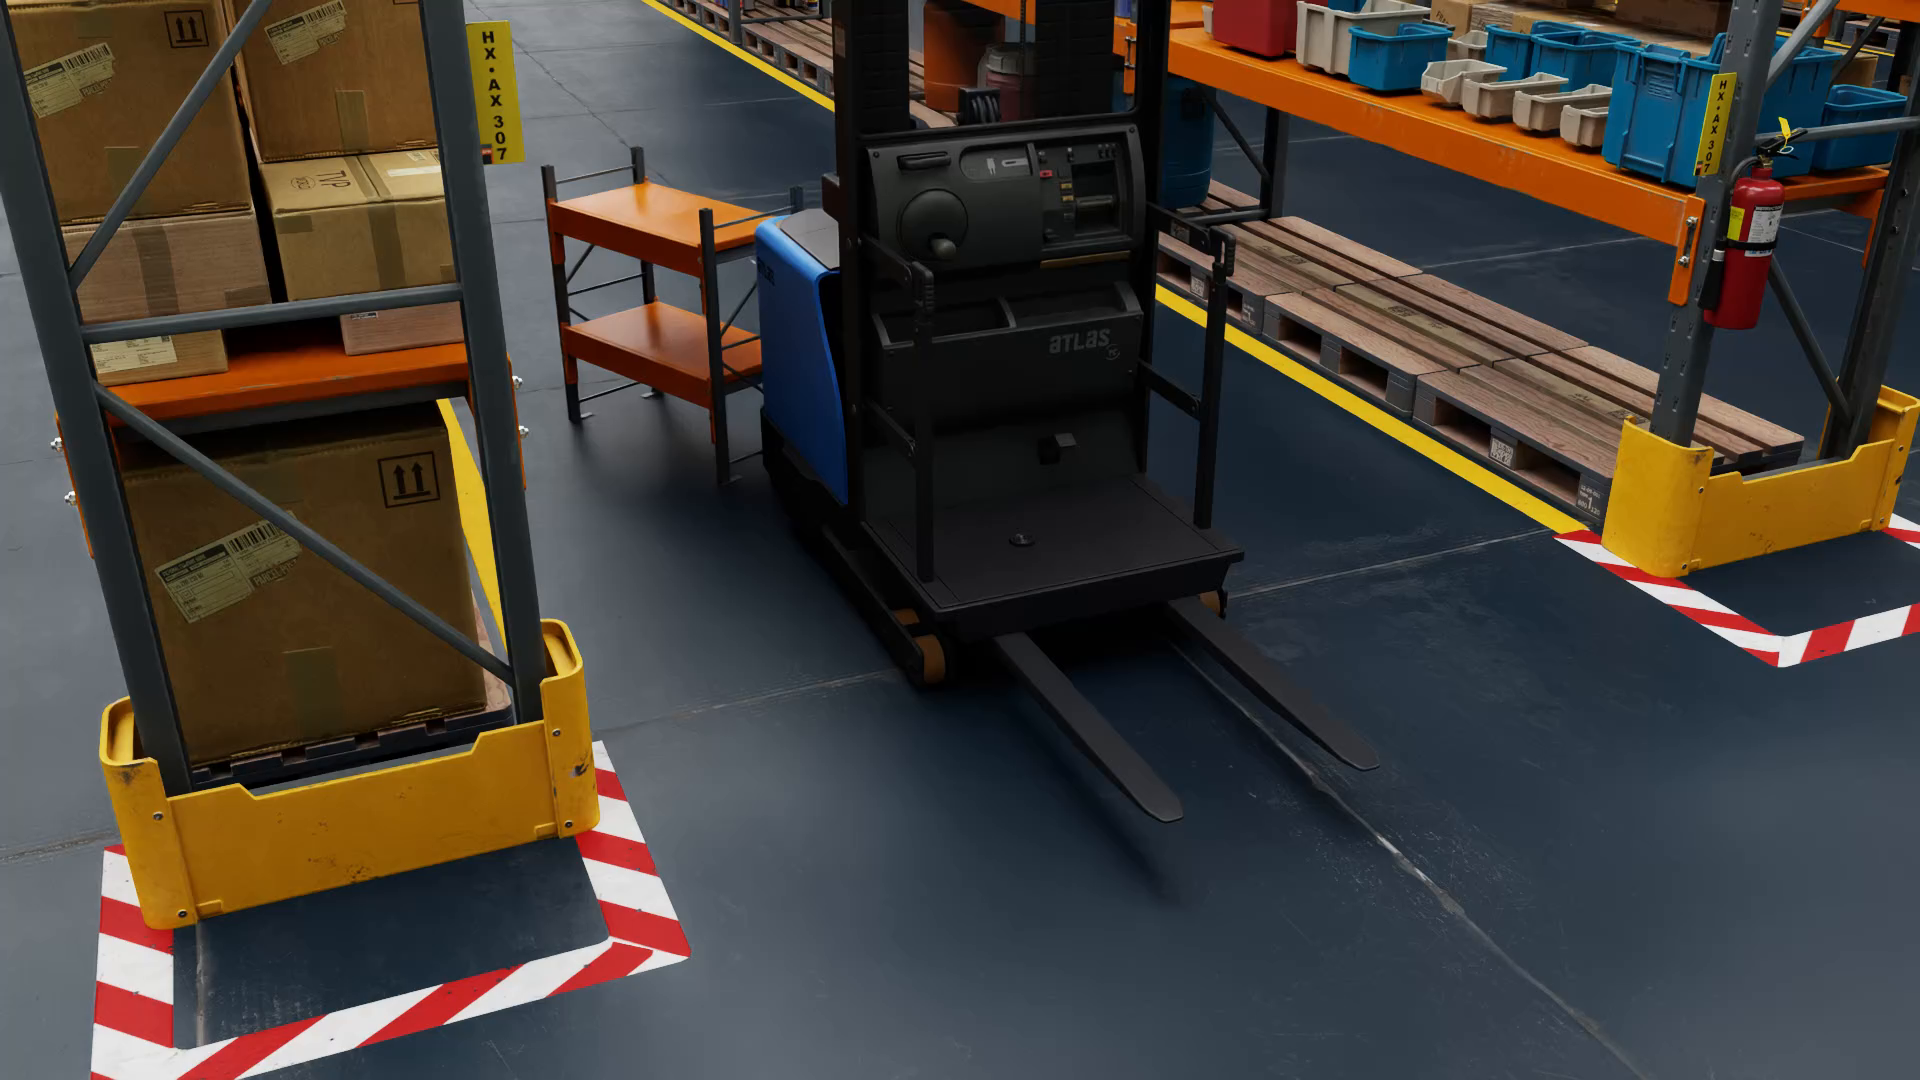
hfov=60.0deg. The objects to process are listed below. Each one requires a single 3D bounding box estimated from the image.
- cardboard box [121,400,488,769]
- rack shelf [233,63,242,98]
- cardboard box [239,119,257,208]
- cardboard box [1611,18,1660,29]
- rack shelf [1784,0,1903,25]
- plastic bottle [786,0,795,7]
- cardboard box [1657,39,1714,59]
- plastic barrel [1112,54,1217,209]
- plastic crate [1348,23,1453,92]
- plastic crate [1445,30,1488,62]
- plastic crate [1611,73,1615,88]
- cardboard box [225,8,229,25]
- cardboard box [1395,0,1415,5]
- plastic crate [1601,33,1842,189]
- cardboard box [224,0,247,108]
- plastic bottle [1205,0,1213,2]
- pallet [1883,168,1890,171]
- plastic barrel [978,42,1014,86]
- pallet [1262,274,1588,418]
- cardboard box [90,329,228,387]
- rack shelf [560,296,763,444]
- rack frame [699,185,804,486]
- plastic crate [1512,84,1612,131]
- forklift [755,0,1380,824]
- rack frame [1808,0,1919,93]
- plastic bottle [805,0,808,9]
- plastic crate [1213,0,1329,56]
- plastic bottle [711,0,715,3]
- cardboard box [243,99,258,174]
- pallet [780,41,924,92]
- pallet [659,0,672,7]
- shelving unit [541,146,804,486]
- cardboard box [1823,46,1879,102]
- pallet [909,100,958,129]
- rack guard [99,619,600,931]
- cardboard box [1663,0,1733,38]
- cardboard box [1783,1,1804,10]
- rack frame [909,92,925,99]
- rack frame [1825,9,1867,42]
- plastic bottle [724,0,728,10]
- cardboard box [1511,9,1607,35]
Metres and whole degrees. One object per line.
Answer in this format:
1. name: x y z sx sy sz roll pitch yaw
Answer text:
1. cardboard box: -1.924 -0.006 4.786 0.875 0.875 0.875 -11 28 -21
2. rack shelf: -3.950 -2.626 9.030 1.077 0.370 4.000 -11 28 -21
3. cardboard box: -2.432 -1.154 5.026 0.500 0.250 0.500 -12 28 -22
4. cardboard box: 5.379 -3.775 12.910 0.500 0.500 0.500 -12 28 -23
5. rack shelf: 5.167 -4.327 12.513 1.077 0.370 4.000 -11 28 -21
6. plastic bottle: -1.713 -5.511 16.713 0.061 0.283 0.133 -11 28 -21
7. cardboard box: 5.307 -3.268 11.872 0.500 0.500 0.500 -10 28 -20
8. plastic barrel: 1.193 -2.461 9.785 0.600 0.901 0.708 -11 28 -21
9. plastic crate: 1.917 -2.115 7.285 0.416 0.233 0.300 -11 28 -21
10. plastic crate: 2.349 -2.250 7.672 0.293 0.136 0.466 -11 28 -21
11. plastic crate: 2.848 -1.861 6.874 0.250 0.136 0.298 -11 28 -21
12. cardboard box: -2.752 -2.075 6.913 0.500 0.250 0.500 -11 28 -22
13. cardboard box: 3.952 -4.832 14.743 0.500 0.311 0.500 -10 28 -19
14. plastic crate: 2.654 -1.524 5.844 0.616 0.435 0.499 -11 28 -21
15. cardboard box: -1.944 -1.581 5.046 0.500 0.500 0.500 -11 28 -22
16. plastic bottle: 1.487 -3.293 9.723 0.097 0.271 0.097 0 26 0
17. pallet: 6.218 -2.312 10.745 1.003 0.211 1.213 -11 28 -21
18. plastic barrel: 0.335 -3.271 11.888 0.421 0.512 0.421 0 26 0
19. pallet: 2.196 -0.957 7.969 1.003 0.211 1.213 -11 28 -21
20. cardboard box: -2.042 -0.502 4.145 0.380 0.149 0.250 -10 28 -20
21. rack shelf: -1.171 -0.739 7.038 1.000 0.278 0.538 22 34 38
22. rack frame: -0.797 -0.807 6.621 0.032 1.125 0.500 22 34 38
23. plastic crate: 2.371 -1.704 6.554 0.396 0.136 0.243 -11 28 -21
24. forklift: 0.244 -1.062 5.085 1.130 2.935 3.031 -10 28 -20
25. rack frame: 5.950 -3.843 10.701 1.000 3.000 0.127 -11 28 -21
26. plastic bottle: -1.503 -5.408 16.595 0.097 0.201 0.097 0 26 0
27. plastic crate: 1.510 -2.645 8.108 0.402 0.464 0.583 -11 28 -21
28. plastic bottle: -2.461 -5.648 16.918 0.144 0.351 0.185 -11 28 -21
29. cardboard box: -1.943 -1.246 5.215 0.500 0.250 0.500 -12 28 -22
30. pallet: -0.917 -4.166 14.542 1.003 0.211 1.213 -11 28 -21
31. pallet: -2.922 -6.233 18.775 1.003 0.211 1.213 -11 28 -21
32. shelving unit: -1.171 -0.958 6.931 1.048 1.125 0.538 22 34 38
33. cardboard box: 5.985 -3.154 11.639 0.500 0.500 0.500 -12 28 -23
34. pallet: 0.171 -3.044 12.243 1.003 0.211 1.213 -11 28 -21
35. rack guard: -1.591 0.606 4.440 1.175 0.500 0.348 -11 28 -21
36. cardboard box: 5.593 -3.895 12.301 0.500 0.250 0.500 -11 28 -20
37. cardboard box: 8.610 -5.666 16.784 0.700 0.500 0.500 -10 28 -20
38. rack frame: -0.176 -4.608 12.269 1.000 3.000 0.127 -11 28 -21
39. rack frame: 8.940 -6.310 15.755 1.000 3.000 0.127 -11 28 -21
40. plastic bottle: -2.260 -5.440 16.492 0.144 0.351 0.185 -11 28 -22
41. cardboard box: 4.701 -3.885 13.136 0.500 0.500 0.500 -11 28 -21
